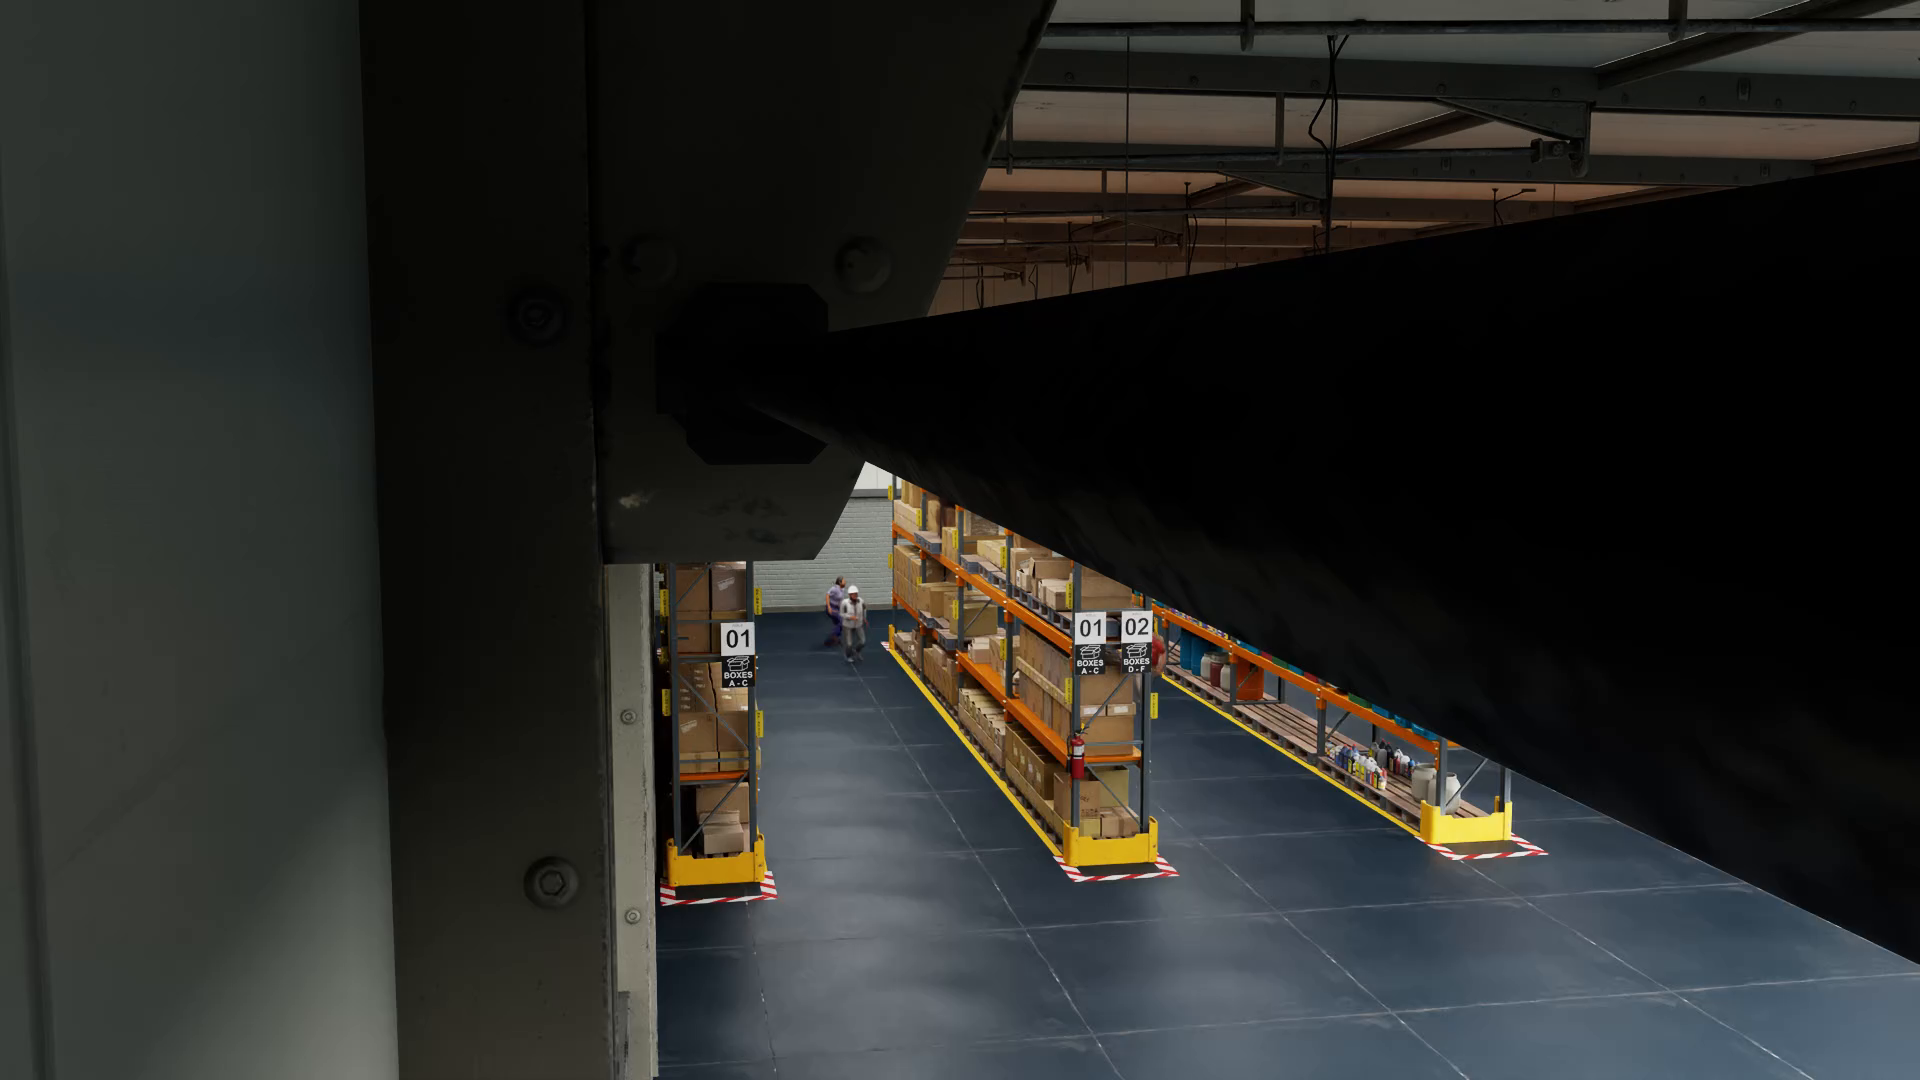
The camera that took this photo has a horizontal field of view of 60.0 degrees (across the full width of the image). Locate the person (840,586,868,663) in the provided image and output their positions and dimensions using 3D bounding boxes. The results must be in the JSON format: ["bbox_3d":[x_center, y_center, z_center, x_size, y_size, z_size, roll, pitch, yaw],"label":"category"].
[{"bbox_3d":[-2.209,1.766,34.597,0.652,1.666,0.836,-2,7,-19],"label":"person"}]

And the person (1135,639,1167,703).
[{"bbox_3d":[3.382,2.329,29.977,0.667,1.558,0.977,1,6,5],"label":"person"}]

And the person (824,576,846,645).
[{"bbox_3d":[-2.718,1.610,37.064,0.578,1.591,0.786,1,6,8],"label":"person"}]
